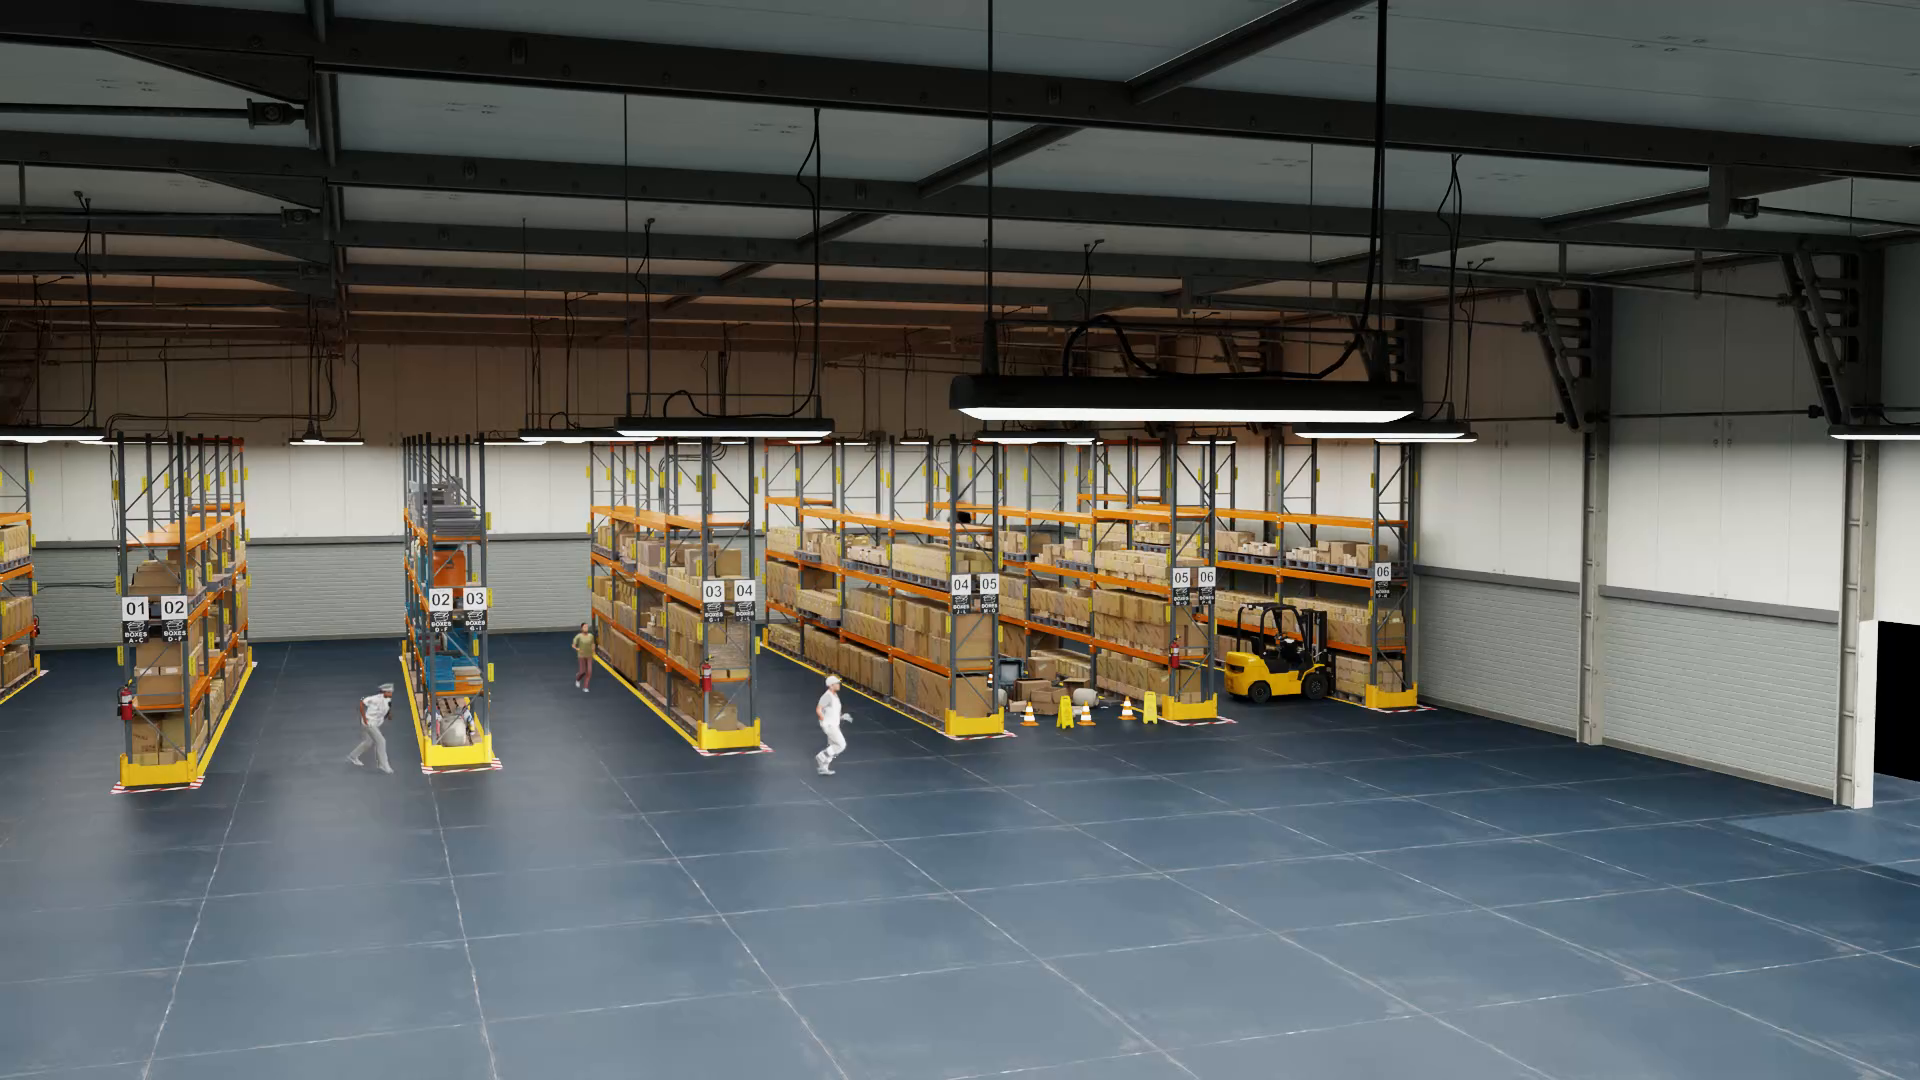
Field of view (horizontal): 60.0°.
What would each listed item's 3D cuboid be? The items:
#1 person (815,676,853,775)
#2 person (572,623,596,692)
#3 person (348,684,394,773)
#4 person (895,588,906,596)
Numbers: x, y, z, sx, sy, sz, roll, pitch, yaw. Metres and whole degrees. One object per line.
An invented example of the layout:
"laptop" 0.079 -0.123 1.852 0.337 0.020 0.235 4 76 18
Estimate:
"person" -2.208 3.240 29.040 0.625 1.731 0.663 0 3 8
"person" -8.821 2.743 39.047 0.574 1.626 0.619 -2 4 -34
"person" -10.431 3.330 29.386 0.977 1.625 0.600 1 3 19
"person" -1.716 2.070 51.158 0.776 1.714 0.659 -1 3 -14
